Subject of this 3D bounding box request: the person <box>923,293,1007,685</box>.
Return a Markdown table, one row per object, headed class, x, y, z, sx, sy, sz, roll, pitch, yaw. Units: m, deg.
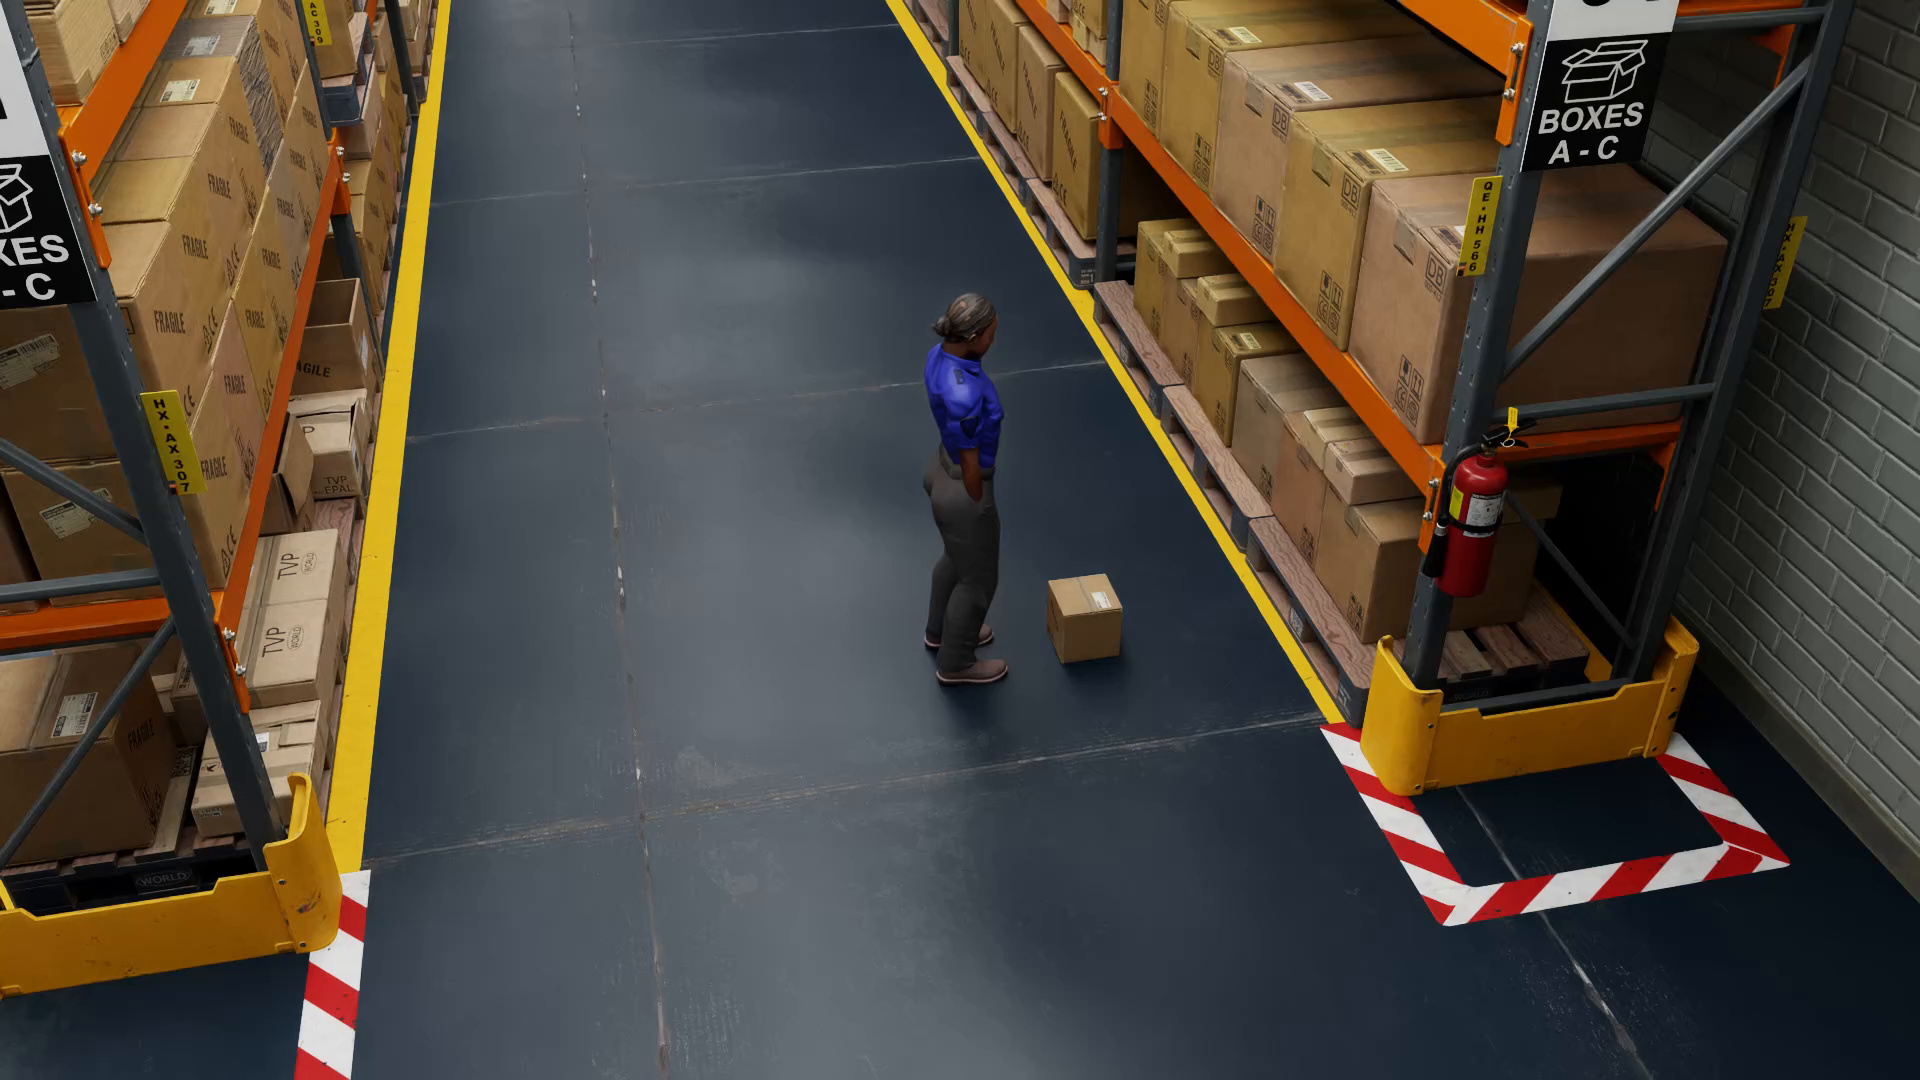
| class | x | y | z | sx | sy | sz | roll | pitch | yaw |
| --- | --- | --- | --- | --- | --- | --- | --- | --- | --- |
| person | 0.016 | -0.199 | 6.452 | 0.305 | 1.649 | 0.440 | -7 | 35 | -9 |
